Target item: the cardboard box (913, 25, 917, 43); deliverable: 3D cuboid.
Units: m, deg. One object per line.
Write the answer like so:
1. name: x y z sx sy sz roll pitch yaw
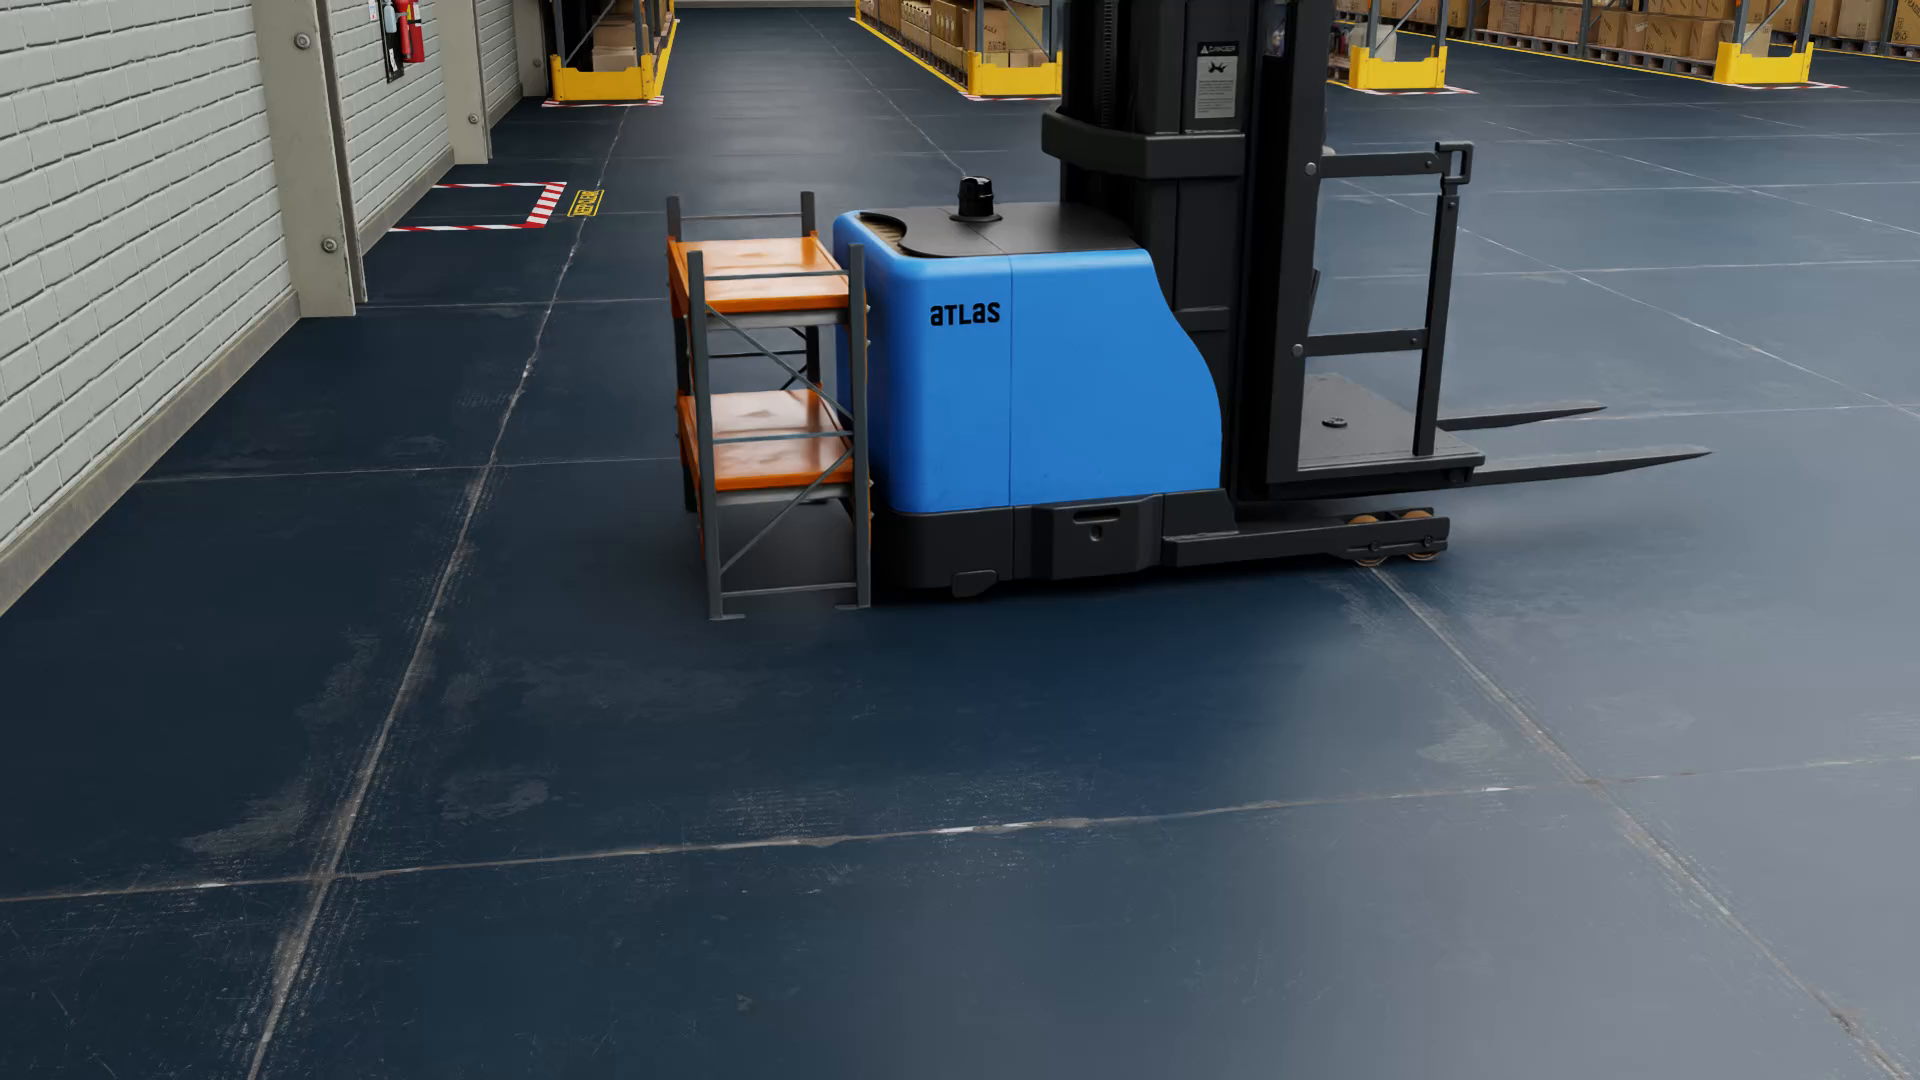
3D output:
1. cardboard box: -0.454 -7.831 25.726 0.500 0.250 0.500 -2 21 -7

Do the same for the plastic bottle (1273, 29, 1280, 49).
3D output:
1. plastic bottle: 4.624 -7.309 24.269 0.097 0.271 0.097 0 20 0

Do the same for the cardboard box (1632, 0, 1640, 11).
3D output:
1. cardboard box: 13.526 -10.505 32.527 0.500 0.500 0.500 -2 21 -6

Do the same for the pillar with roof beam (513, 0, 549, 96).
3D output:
1. pillar with roof beam: -0.912 -9.855 19.241 9.100 9.000 0.400 -3 21 -8

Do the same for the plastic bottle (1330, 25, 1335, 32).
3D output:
1. plastic bottle: 5.390 -7.270 24.052 0.144 0.351 0.185 -3 21 -9

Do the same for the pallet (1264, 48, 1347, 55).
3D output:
1. pallet: 5.067 -6.973 24.083 1.003 0.211 1.213 -3 21 -8

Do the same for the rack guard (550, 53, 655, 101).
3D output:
1. rack guard: -4.226 -5.484 19.685 1.175 0.500 0.348 -3 21 -8

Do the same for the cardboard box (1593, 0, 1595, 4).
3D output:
1. cardboard box: 13.276 -11.119 34.248 0.380 0.149 0.250 -3 21 -7

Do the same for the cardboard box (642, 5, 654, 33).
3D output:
1. cardboard box: -5.213 -8.187 26.294 0.700 0.500 0.500 -3 21 -7

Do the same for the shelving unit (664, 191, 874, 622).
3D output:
1. shelving unit: -0.634 -0.475 5.380 0.538 1.125 1.048 -5 21 -12

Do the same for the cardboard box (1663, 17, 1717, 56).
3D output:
1. cardboard box: 10.224 -7.044 23.262 0.500 0.500 0.500 -1 21 -3

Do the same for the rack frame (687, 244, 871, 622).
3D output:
1. rack frame: -0.522 -0.302 4.915 0.500 1.125 0.032 -5 21 -12

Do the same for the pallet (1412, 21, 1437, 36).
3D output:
1. pallet: 9.125 -9.540 30.958 1.003 0.211 1.213 -3 21 -8

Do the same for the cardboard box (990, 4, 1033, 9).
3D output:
1. cardboard box: 0.670 -6.682 21.578 0.500 0.500 0.500 -3 21 -8

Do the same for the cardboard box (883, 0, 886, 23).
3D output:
1. cardboard box: -1.127 -9.706 30.360 0.500 0.500 0.500 -3 21 -7

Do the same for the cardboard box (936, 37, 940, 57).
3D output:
1. cardboard box: -0.057 -6.824 23.031 0.500 0.250 0.500 -3 21 -8

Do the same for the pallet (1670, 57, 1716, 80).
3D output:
1. pallet: 10.396 -6.381 22.500 1.003 0.211 1.213 -3 21 -8

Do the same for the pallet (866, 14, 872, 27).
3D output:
1. pallet: -1.321 -10.390 33.232 1.003 0.211 1.213 -3 21 -8

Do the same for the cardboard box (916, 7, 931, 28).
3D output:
1. cardboard box: -0.383 -7.915 25.149 0.500 0.311 0.500 -3 21 -8

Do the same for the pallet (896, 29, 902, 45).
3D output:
1. pallet: -0.537 -8.604 28.451 1.003 0.211 1.213 -3 21 -8

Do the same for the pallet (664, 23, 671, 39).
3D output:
1. pallet: -5.759 -9.214 30.084 1.003 0.211 1.213 -3 21 -8

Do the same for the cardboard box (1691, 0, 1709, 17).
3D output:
1. cardboard box: 13.834 -9.784 30.597 0.500 0.500 0.500 -2 21 -6

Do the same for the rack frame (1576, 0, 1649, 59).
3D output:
1. rack frame: 9.913 -8.763 24.892 1.000 3.000 0.127 -3 21 -8

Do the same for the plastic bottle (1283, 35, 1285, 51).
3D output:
1. plastic bottle: 4.717 -7.178 23.806 0.144 0.351 0.185 -2 21 -6

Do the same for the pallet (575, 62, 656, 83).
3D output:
1. pallet: -4.481 -6.053 21.622 1.003 0.211 1.213 -3 21 -8

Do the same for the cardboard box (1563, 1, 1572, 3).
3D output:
1. cardboard box: 13.035 -11.357 35.310 0.380 0.149 0.250 -4 21 -10

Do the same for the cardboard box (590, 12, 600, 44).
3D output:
1. cardboard box: -5.039 -7.479 24.398 0.700 0.500 0.500 -3 21 -9

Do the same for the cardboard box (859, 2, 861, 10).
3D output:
1. cardboard box: -1.900 -11.128 34.669 0.380 0.149 0.250 -3 21 -8

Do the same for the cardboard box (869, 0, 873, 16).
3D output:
1. cardboard box: -1.515 -10.424 32.553 0.500 0.311 0.500 -3 21 -8

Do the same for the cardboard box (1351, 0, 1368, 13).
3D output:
1. cardboard box: 8.614 -11.279 34.063 0.875 0.875 0.875 -3 21 -8

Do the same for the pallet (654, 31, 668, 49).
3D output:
1. pallet: -5.408 -8.369 27.822 1.003 0.211 1.213 -3 21 -8

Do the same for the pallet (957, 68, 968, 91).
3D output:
1. pallet: 0.534 -5.837 21.041 1.003 0.211 1.213 -3 21 -8

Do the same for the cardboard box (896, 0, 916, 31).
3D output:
1. cardboard box: -0.834 -8.997 28.462 0.500 0.500 0.500 -2 21 -6

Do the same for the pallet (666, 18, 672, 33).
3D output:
1. pallet: -5.977 -9.745 31.505 1.003 0.211 1.213 -3 21 -8

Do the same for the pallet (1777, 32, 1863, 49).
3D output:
1. pallet: 14.471 -8.359 27.795 1.003 0.211 1.213 -3 21 -8

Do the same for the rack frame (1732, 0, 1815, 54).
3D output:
1. rack frame: 10.489 -7.378 21.184 1.000 3.000 0.127 -3 21 -8

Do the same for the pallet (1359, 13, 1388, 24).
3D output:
1. pallet: 8.727 -10.494 33.512 1.003 0.211 1.213 -3 21 -8

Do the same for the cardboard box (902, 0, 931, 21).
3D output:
1. cardboard box: -0.682 -8.625 27.050 0.500 0.311 0.500 -2 21 -6

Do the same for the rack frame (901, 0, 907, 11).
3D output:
1. rack frame: -0.467 -9.650 27.266 1.000 3.000 0.127 -3 21 -8

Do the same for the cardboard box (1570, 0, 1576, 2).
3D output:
1. cardboard box: 13.176 -11.488 35.237 0.380 0.149 0.250 -2 21 -5

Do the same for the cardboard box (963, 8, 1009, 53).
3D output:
1. cardboard box: 0.314 -6.311 20.583 0.500 0.500 0.500 -3 21 -8

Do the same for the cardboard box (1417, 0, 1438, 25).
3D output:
1. cardboard box: 9.136 -9.899 30.368 1.225 0.875 0.875 -3 21 -8

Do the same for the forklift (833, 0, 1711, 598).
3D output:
1. forklift: 1.130 -1.458 5.431 3.031 2.935 1.130 -5 21 -14

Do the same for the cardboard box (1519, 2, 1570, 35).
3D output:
1. cardboard box: 9.634 -8.565 27.305 0.700 0.500 0.500 -1 21 -3

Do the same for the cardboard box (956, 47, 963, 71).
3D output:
1. cardboard box: 0.232 -6.132 21.177 0.500 0.250 0.500 -3 21 -8

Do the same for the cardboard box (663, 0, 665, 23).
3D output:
1. cardboard box: -5.592 -9.447 29.196 0.750 0.750 0.750 -2 21 -6

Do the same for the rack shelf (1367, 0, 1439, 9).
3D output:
1. rack shelf: 5.300 -7.484 22.495 1.077 0.370 4.000 -3 21 -8

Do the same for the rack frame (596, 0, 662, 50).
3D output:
1. rack frame: -5.369 -9.399 26.594 1.000 3.000 0.127 -3 21 -8

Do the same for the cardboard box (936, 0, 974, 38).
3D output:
1. cardboard box: -0.054 -7.176 22.900 0.500 0.500 0.500 -3 21 -8

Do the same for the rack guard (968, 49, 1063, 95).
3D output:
1. rack guard: 0.690 -5.701 20.265 1.175 0.500 0.348 -3 21 -8

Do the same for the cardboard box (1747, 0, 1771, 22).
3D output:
1. cardboard box: 14.258 -9.291 28.920 1.050 0.750 0.750 -3 21 -8

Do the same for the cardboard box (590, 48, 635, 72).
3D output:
1. cardboard box: -4.226 -5.820 20.225 0.500 0.311 0.500 -5 21 -14
